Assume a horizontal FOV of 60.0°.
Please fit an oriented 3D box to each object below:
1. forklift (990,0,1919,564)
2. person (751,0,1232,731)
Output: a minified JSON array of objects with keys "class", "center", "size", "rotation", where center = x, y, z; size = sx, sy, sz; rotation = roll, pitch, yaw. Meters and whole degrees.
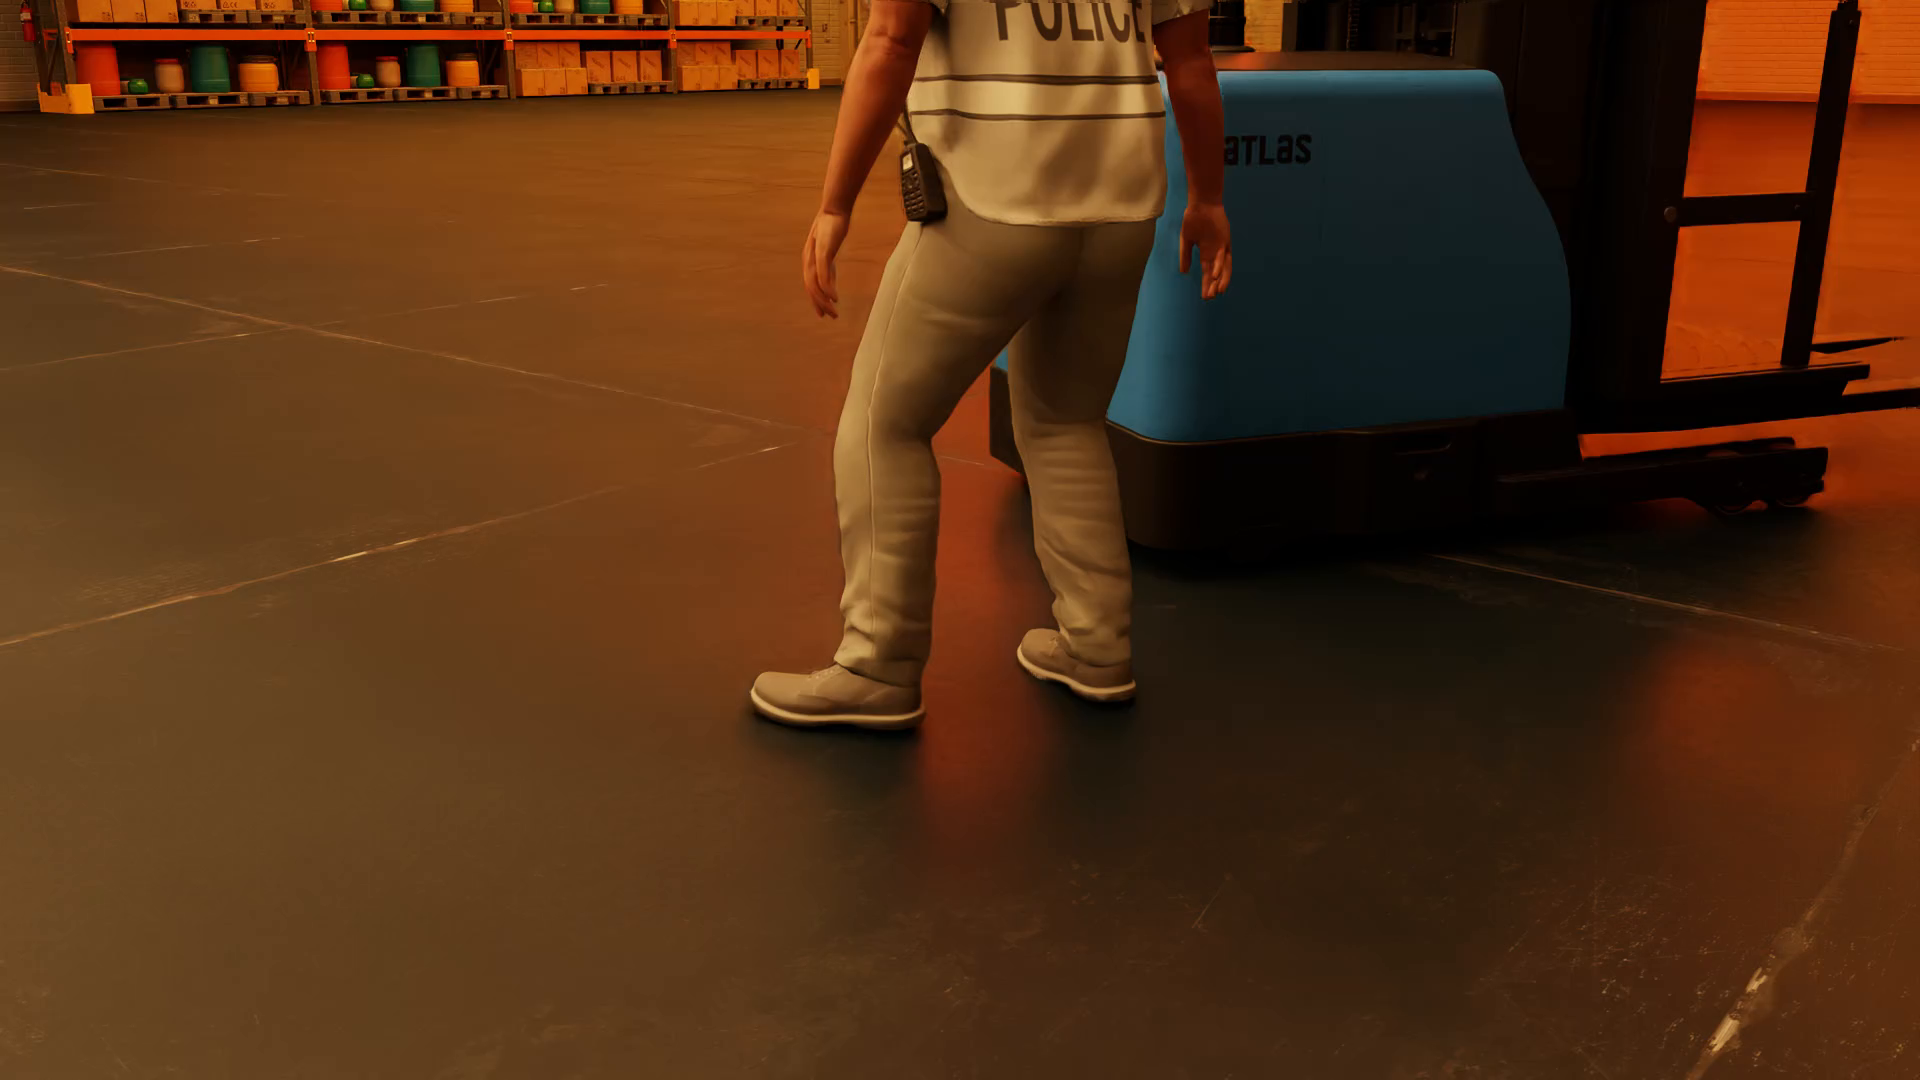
[{"class":"forklift","center":[1.651,-1.599,4.163],"size":[3.031,2.935,1.130],"rotation":[-6,18,-20]},{"class":"person","center":[0.076,-0.542,2.781],"size":[0.851,1.719,0.420],"rotation":[-11,20,-32]}]
